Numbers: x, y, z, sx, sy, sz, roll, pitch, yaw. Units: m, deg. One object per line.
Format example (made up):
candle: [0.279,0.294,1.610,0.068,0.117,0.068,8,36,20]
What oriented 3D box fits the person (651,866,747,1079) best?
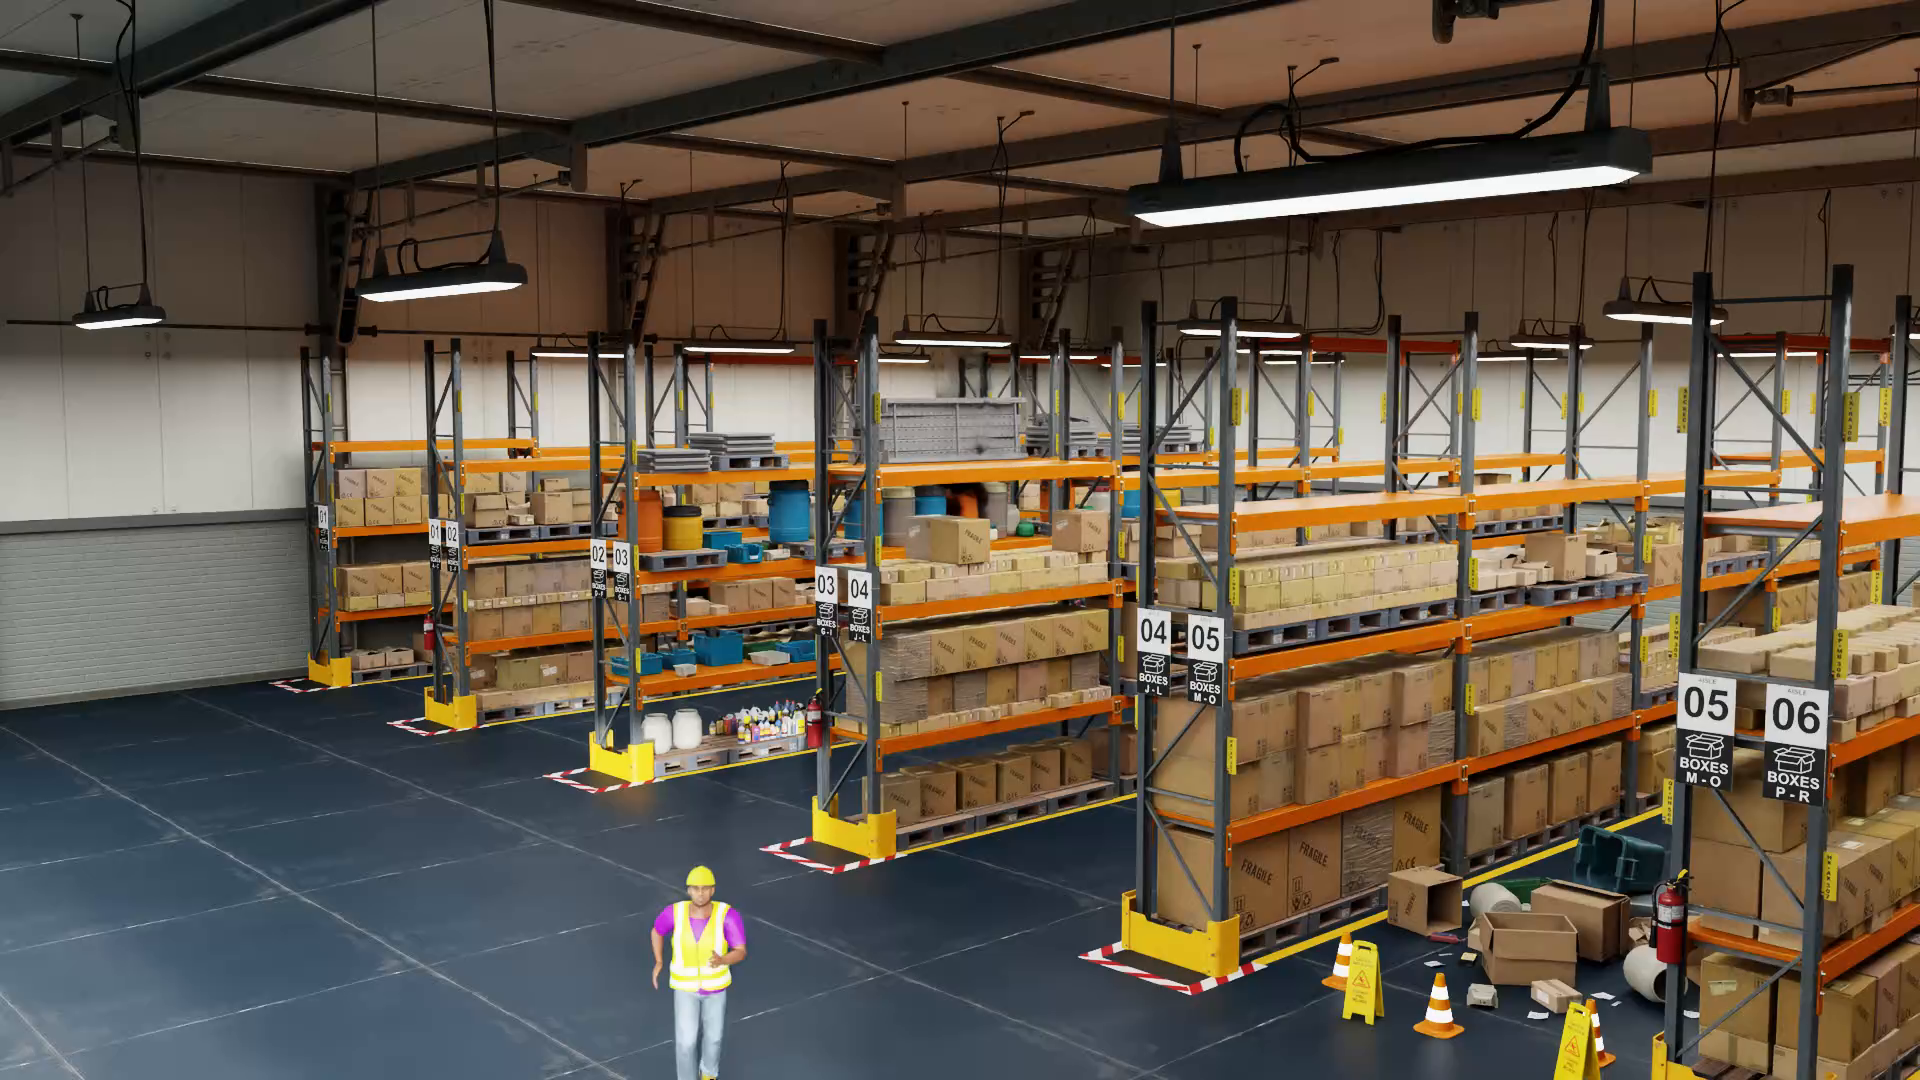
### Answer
person: [-1.866,3.241,11.933,0.666,1.823,0.751,-1,5,-11]

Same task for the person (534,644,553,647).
person: [-7.307,1.719,29.263,0.631,1.850,0.768,3,6,33]
